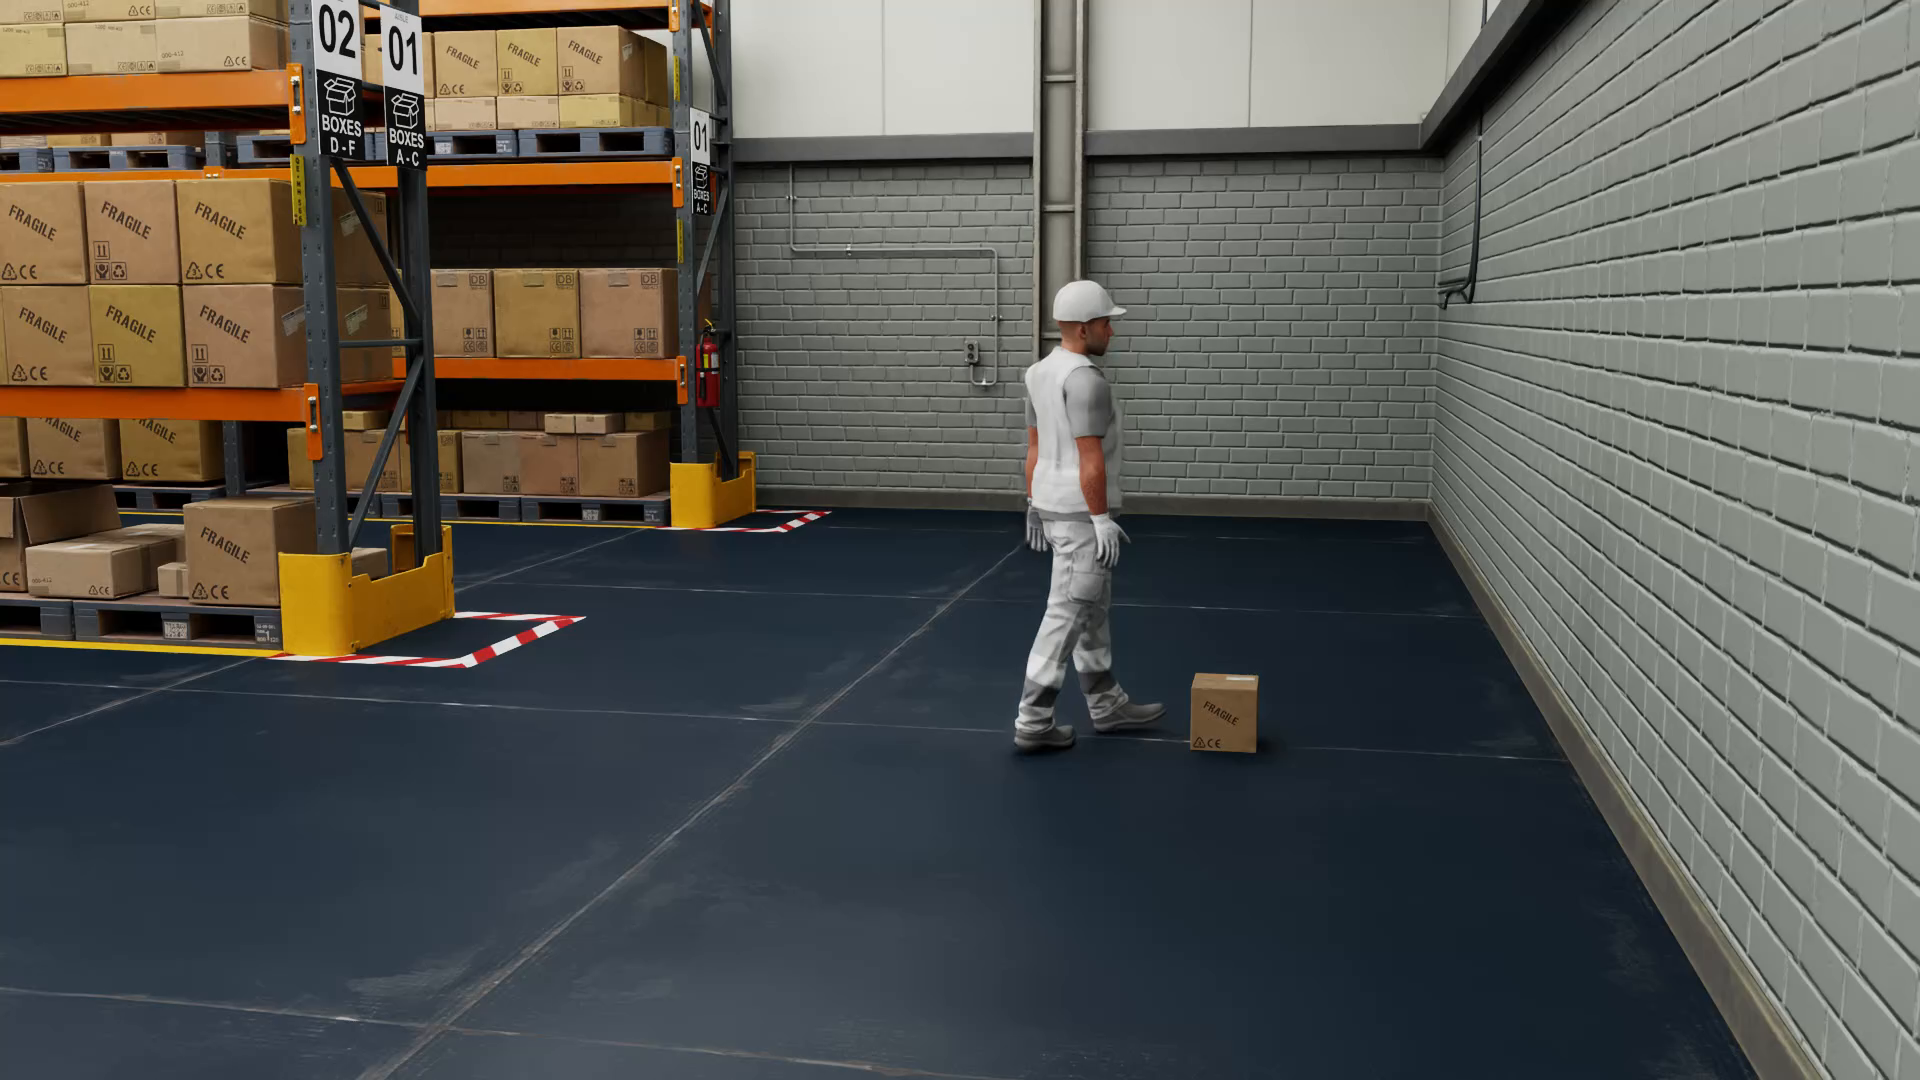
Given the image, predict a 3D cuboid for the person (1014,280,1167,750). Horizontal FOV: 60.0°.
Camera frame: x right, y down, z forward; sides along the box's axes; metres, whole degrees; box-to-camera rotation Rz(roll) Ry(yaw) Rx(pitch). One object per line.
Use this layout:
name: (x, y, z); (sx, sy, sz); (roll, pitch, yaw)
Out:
person: (0.522, -0.096, 6.393); (0.708, 1.783, 0.568); (-3, 8, -18)
